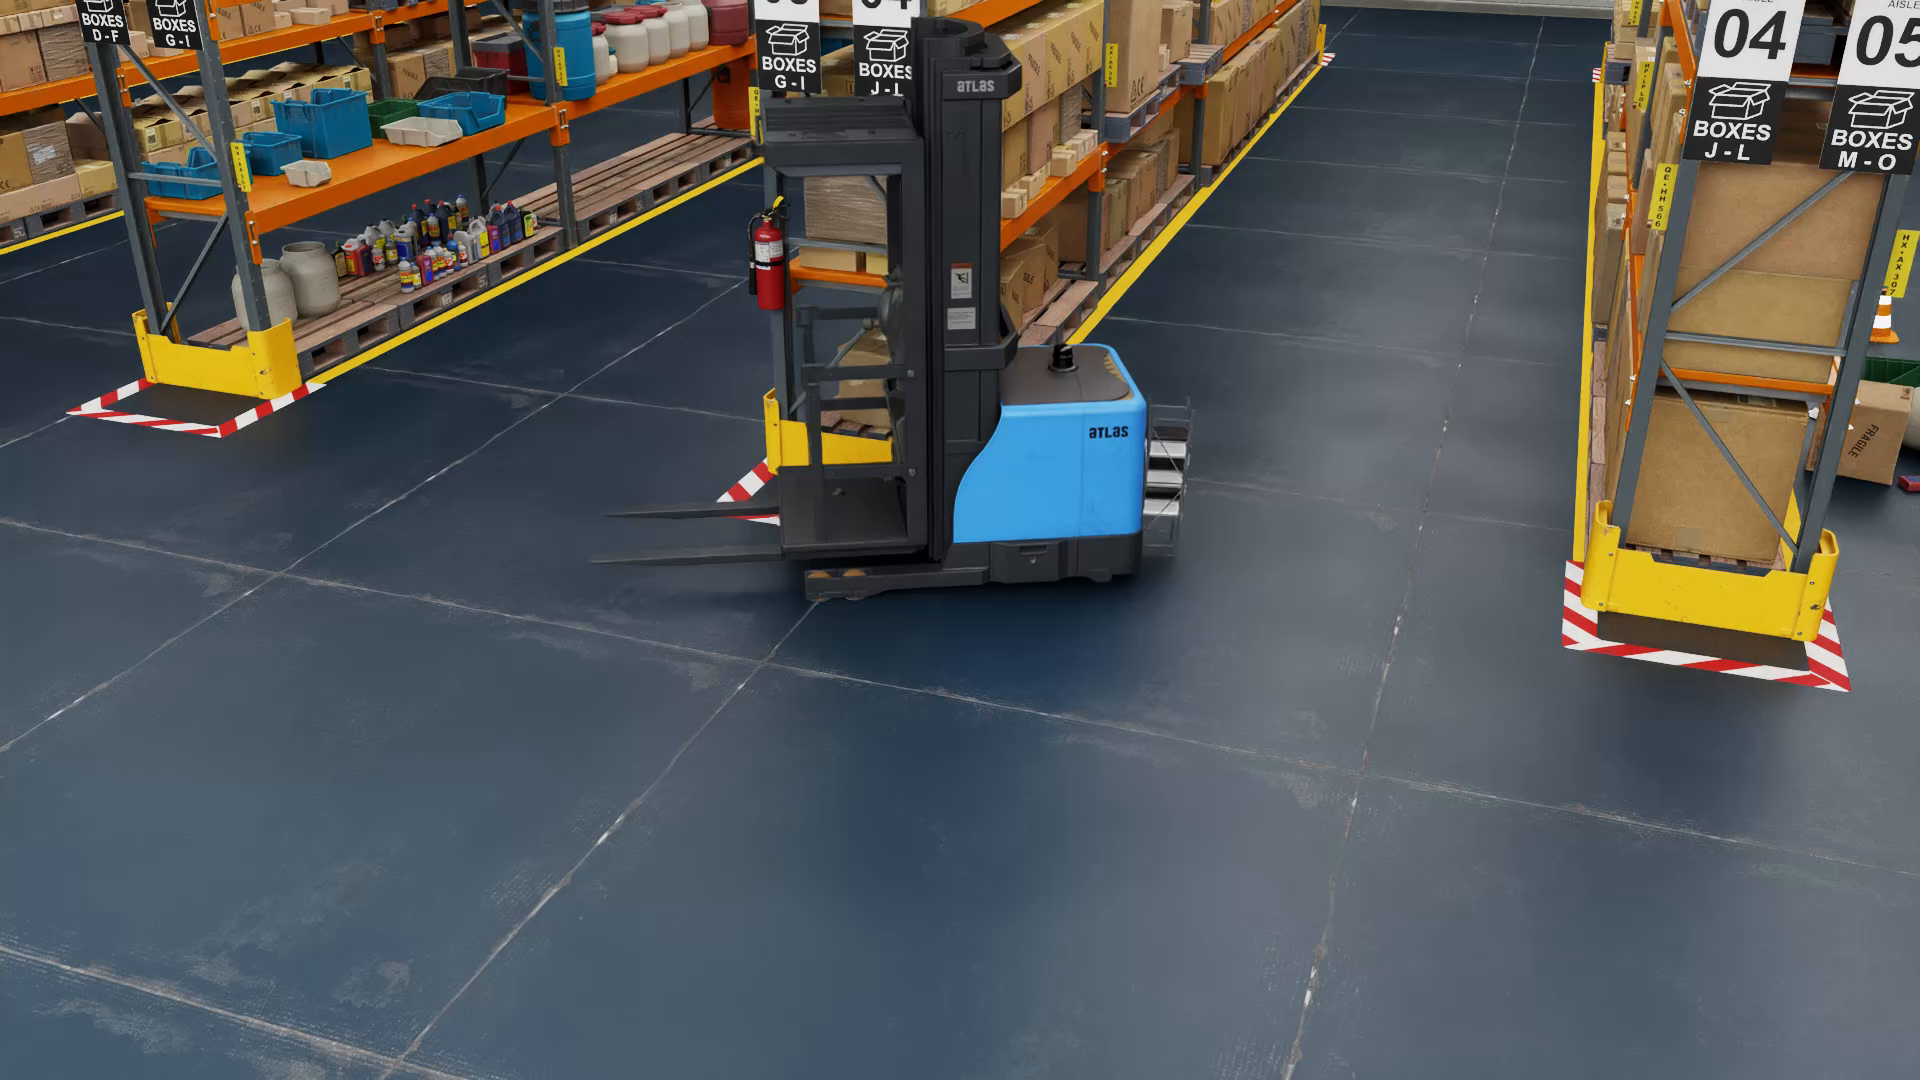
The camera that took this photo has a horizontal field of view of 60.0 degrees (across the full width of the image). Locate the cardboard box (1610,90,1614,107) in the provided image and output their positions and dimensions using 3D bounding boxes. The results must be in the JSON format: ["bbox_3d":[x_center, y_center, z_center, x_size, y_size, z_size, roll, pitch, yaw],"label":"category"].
[{"bbox_3d":[7.771,-5.125,19.341,0.380,0.149,0.250,9,27,18],"label":"cardboard box"}]

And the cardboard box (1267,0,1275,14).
[{"bbox_3d":[3.425,-6.484,19.585,0.500,0.500,0.500,9,27,18],"label":"cardboard box"}]

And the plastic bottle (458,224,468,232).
[{"bbox_3d":[-4.229,-2.563,14.214,0.061,0.283,0.133,9,27,17],"label":"plastic bottle"}]

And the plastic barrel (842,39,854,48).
[{"bbox_3d":[-1.545,-6.412,21.478,0.600,0.901,0.708,9,27,17],"label":"plastic barrel"}]

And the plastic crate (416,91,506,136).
[{"bbox_3d":[-4.122,-3.540,13.790,0.499,0.251,0.616,9,27,17],"label":"plastic crate"}]

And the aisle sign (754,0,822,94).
[{"bbox_3d":[-0.974,-2.927,9.371,0.394,0.787,0.004,9,27,17],"label":"aisle sign"}]

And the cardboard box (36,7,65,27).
[{"bbox_3d":[-8.653,-4.914,15.598,0.380,0.149,0.250,8,27,16],"label":"cardboard box"}]

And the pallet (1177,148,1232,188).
[{"bbox_3d":[2.325,-4.085,17.944,1.003,0.211,1.213,9,27,17],"label":"pallet"}]

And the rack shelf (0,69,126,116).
[{"bbox_3d":[-9.345,-3.675,14.725,1.077,0.370,4.000,9,27,17],"label":"rack shelf"}]

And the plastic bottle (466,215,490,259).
[{"bbox_3d":[-4.124,-2.589,14.190,0.144,0.351,0.185,9,27,17],"label":"plastic bottle"}]

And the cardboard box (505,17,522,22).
[{"bbox_3d":[-5.912,-6.937,23.000,0.500,0.500,0.500,9,27,17],"label":"cardboard box"}]

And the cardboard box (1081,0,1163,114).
[{"bbox_3d":[1.057,-4.148,13.705,1.000,1.000,1.000,9,27,18],"label":"cardboard box"}]

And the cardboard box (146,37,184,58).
[{"bbox_3d":[-8.192,-5.043,17.011,0.380,0.149,0.250,9,27,17],"label":"cardboard box"}]

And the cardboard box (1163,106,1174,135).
[{"bbox_3d":[1.797,-4.158,16.398,0.500,0.250,0.500,10,28,20],"label":"cardboard box"}]

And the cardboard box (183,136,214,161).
[{"bbox_3d":[-8.141,-4.112,17.475,0.500,0.250,0.500,9,27,19],"label":"cardboard box"}]

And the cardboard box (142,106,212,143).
[{"bbox_3d":[-8.136,-4.364,17.350,0.500,0.311,0.500,8,27,17],"label":"cardboard box"}]

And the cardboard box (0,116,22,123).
[{"bbox_3d":[-9.288,-3.758,15.883,0.500,0.500,0.500,9,27,17],"label":"cardboard box"}]

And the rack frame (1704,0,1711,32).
[{"bbox_3d":[3.973,-3.679,7.021,1.000,3.000,0.127,9,27,17],"label":"rack frame"}]

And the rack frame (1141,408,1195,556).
[{"bbox_3d":[1.149,-0.318,9.358,0.240,0.900,0.006,3,26,-1],"label":"rack frame"}]

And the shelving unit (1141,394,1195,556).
[{"bbox_3d":[1.150,-0.362,9.449,0.258,0.900,0.210,3,26,-1],"label":"shelving unit"}]

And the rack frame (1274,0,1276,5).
[{"bbox_3d":[3.323,-6.671,20.085,1.000,3.000,0.127,9,27,17],"label":"rack frame"}]

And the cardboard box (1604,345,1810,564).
[{"bbox_3d":[4.136,-0.499,9.296,0.875,0.875,0.875,9,27,18],"label":"cardboard box"}]

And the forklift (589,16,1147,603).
[{"bbox_3d":[-0.544,-1.221,8.909,3.031,2.935,1.130,-3,26,-6],"label":"forklift"}]

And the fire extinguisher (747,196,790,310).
[{"bbox_3d":[-1.143,-1.724,9.958,0.296,0.674,0.183,9,27,17],"label":"fire extinguisher"}]

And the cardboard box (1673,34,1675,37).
[{"bbox_3d":[5.633,-3.534,12.344,0.700,0.500,0.500,8,27,17],"label":"cardboard box"}]

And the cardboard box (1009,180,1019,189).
[{"bbox_3d":[0.198,-2.433,11.621,0.380,0.149,0.250,9,27,17],"label":"cardboard box"}]

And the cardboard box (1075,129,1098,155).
[{"bbox_3d":[0.866,-3.139,13.079,0.380,0.149,0.250,9,27,17],"label":"cardboard box"}]

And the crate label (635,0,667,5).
[{"bbox_3d":[-3.265,-5.392,17.404,0.502,0.435,0.616,9,27,17],"label":"crate label"}]

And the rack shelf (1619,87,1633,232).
[{"bbox_3d":[5.970,-3.120,13.578,1.077,0.370,4.000,9,27,17],"label":"rack shelf"}]

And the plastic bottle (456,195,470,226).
[{"bbox_3d":[-4.530,-3.004,15.138,0.097,0.271,0.097,0,26,0],"label":"plastic bottle"}]

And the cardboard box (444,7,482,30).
[{"bbox_3d":[-6.741,-6.945,22.155,0.500,0.250,0.500,9,27,18],"label":"cardboard box"}]

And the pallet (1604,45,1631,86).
[{"bbox_3d":[6.772,-4.488,15.797,1.213,0.211,1.003,9,27,17],"label":"pallet"}]

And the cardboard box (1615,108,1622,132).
[{"bbox_3d":[6.616,-3.987,16.068,0.500,0.250,0.500,8,27,16],"label":"cardboard box"}]

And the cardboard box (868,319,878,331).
[{"bbox_3d":[-0.280,-1.308,11.396,0.500,0.500,0.500,17,30,31],"label":"cardboard box"}]

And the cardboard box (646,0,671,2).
[{"bbox_3d":[-4.635,-8.566,26.364,0.500,0.500,0.500,9,27,17],"label":"cardboard box"}]

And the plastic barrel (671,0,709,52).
[{"bbox_3d":[-2.820,-5.342,17.212,0.421,0.512,0.421,0,26,0],"label":"plastic barrel"}]

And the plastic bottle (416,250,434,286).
[{"bbox_3d":[-4.351,-2.223,13.512,0.061,0.283,0.133,9,27,18],"label":"plastic bottle"}]

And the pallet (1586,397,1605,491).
[{"bbox_3d":[4.573,-0.563,10.671,1.003,0.211,1.213,9,27,17],"label":"pallet"}]

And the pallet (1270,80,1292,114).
[{"bbox_3d":[3.650,-5.717,21.315,1.003,0.211,1.213,9,27,17],"label":"pallet"}]

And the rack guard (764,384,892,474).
[{"bbox_3d":[-0.645,-0.645,10.509,1.175,0.500,0.348,9,27,17],"label":"rack guard"}]

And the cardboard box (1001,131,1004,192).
[{"bbox_3d":[-0.201,-2.562,11.144,0.875,0.500,0.500,9,27,17],"label":"cardboard box"}]

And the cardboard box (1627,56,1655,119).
[{"bbox_3d":[5.897,-3.749,13.937,0.500,0.500,0.500,9,27,17],"label":"cardboard box"}]

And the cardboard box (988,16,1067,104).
[{"bbox_3d":[0.438,-3.376,11.677,0.500,0.500,0.500,9,27,17],"label":"cardboard box"}]

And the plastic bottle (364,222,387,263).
[{"bbox_3d":[-4.936,-2.507,14.020,0.144,0.351,0.185,10,28,20],"label":"plastic bottle"}]

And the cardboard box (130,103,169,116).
[{"bbox_3d":[-8.648,-4.448,17.524,0.500,0.311,0.500,10,27,19],"label":"cardboard box"}]

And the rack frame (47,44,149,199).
[{"bbox_3d":[-8.680,-4.821,16.265,1.000,3.000,0.127,9,27,17],"label":"rack frame"}]

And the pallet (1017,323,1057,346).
[{"bbox_3d":[0.066,-1.344,12.283,1.003,0.211,1.213,9,27,17],"label":"pallet"}]

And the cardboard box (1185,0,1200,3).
[{"bbox_3d":[2.250,-5.821,17.065,0.797,0.503,0.637,10,27,19],"label":"cardboard box"}]

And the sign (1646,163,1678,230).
[{"bbox_3d":[3.466,-1.691,8.199,0.100,0.325,0.005,9,27,17],"label":"sign"}]

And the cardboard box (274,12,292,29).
[{"bbox_3d":[-7.720,-5.820,18.616,0.380,0.149,0.250,11,28,21],"label":"cardboard box"}]

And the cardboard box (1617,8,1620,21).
[{"bbox_3d":[6.711,-5.168,16.447,0.380,0.149,0.250,9,27,17],"label":"cardboard box"}]

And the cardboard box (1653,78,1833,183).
[{"bbox_3d":[4.597,-2.365,9.782,0.875,0.550,0.500,9,27,17],"label":"cardboard box"}]

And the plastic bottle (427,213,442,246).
[{"bbox_3d":[-4.604,-2.723,14.557,0.097,0.271,0.097,0,26,0],"label":"plastic bottle"}]

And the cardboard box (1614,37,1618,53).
[{"bbox_3d":[6.450,-4.713,15.849,0.380,0.149,0.250,9,27,17],"label":"cardboard box"}]
